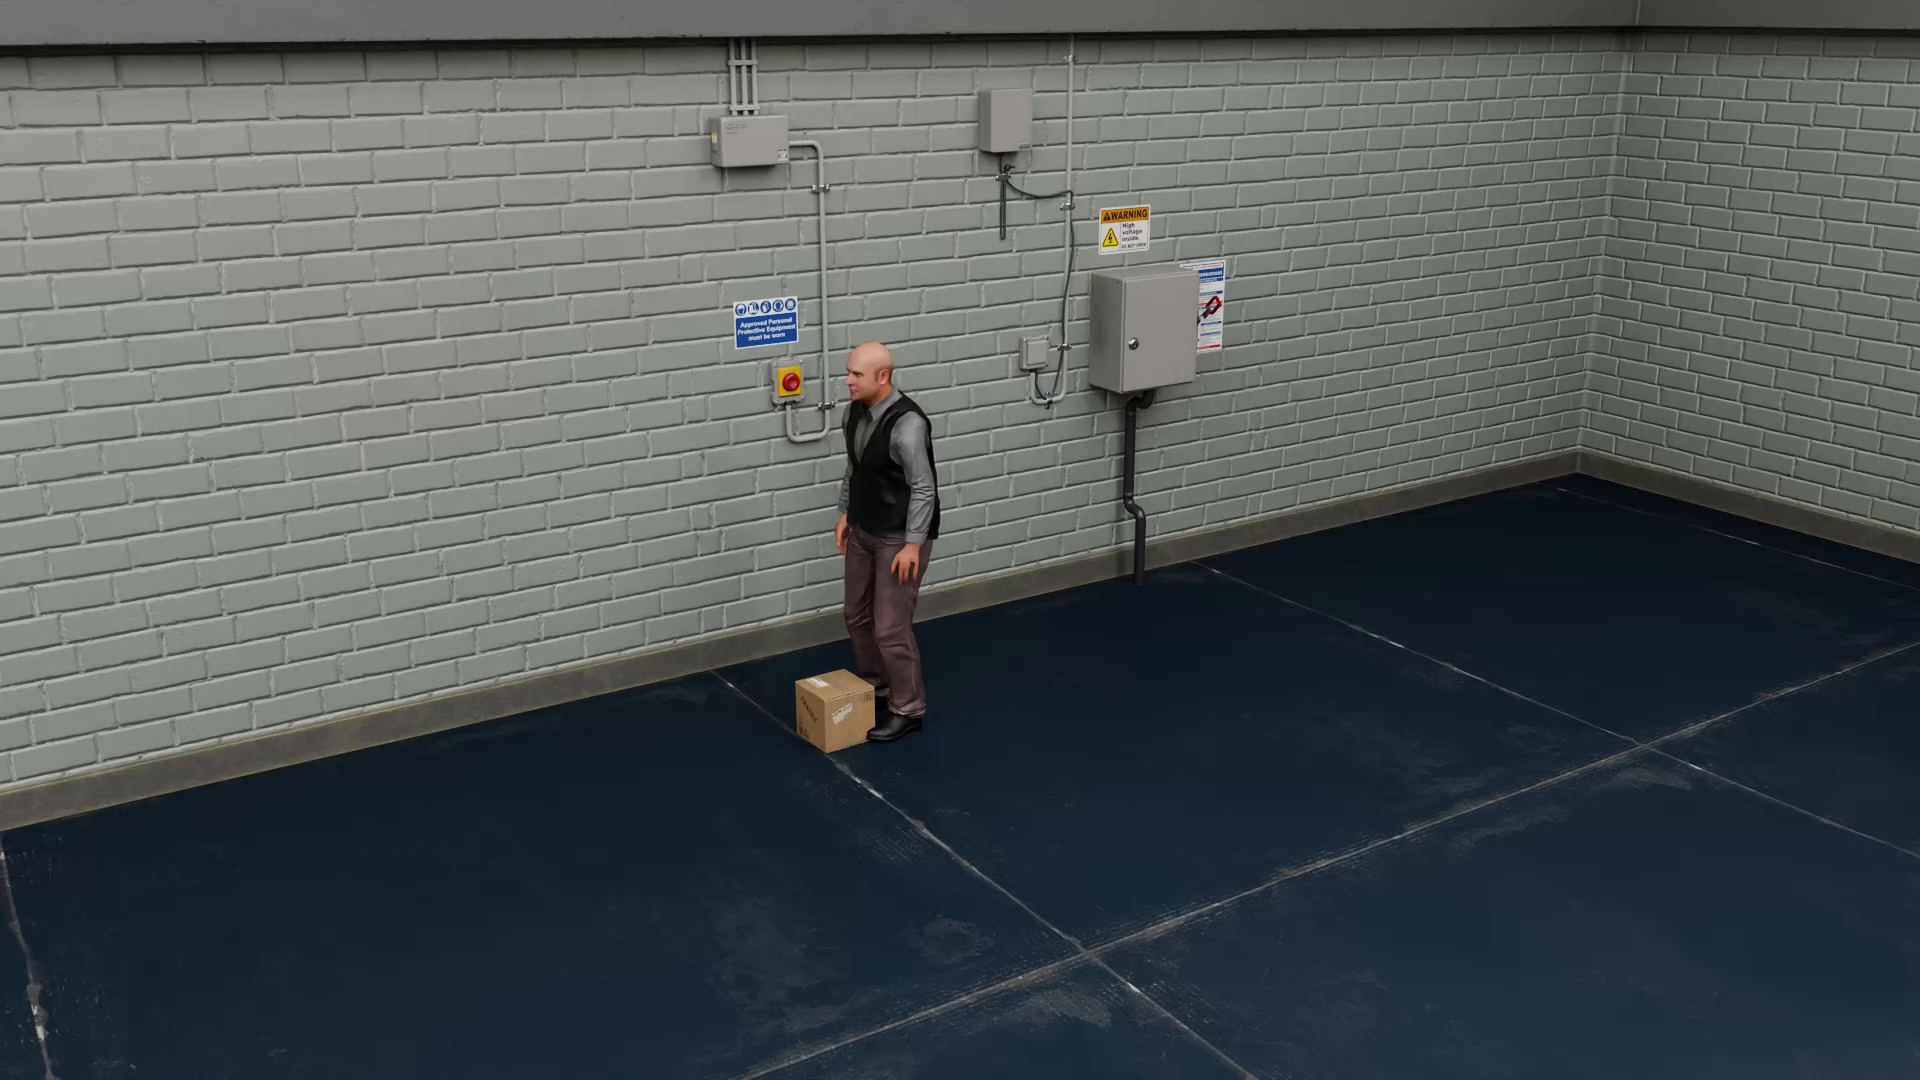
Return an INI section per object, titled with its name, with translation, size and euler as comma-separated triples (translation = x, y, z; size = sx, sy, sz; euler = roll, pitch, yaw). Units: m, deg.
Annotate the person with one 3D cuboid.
[person]
translation = -0.309, -0.010, 7.125
size = 0.411, 1.721, 0.588
euler = -12, 22, -33
